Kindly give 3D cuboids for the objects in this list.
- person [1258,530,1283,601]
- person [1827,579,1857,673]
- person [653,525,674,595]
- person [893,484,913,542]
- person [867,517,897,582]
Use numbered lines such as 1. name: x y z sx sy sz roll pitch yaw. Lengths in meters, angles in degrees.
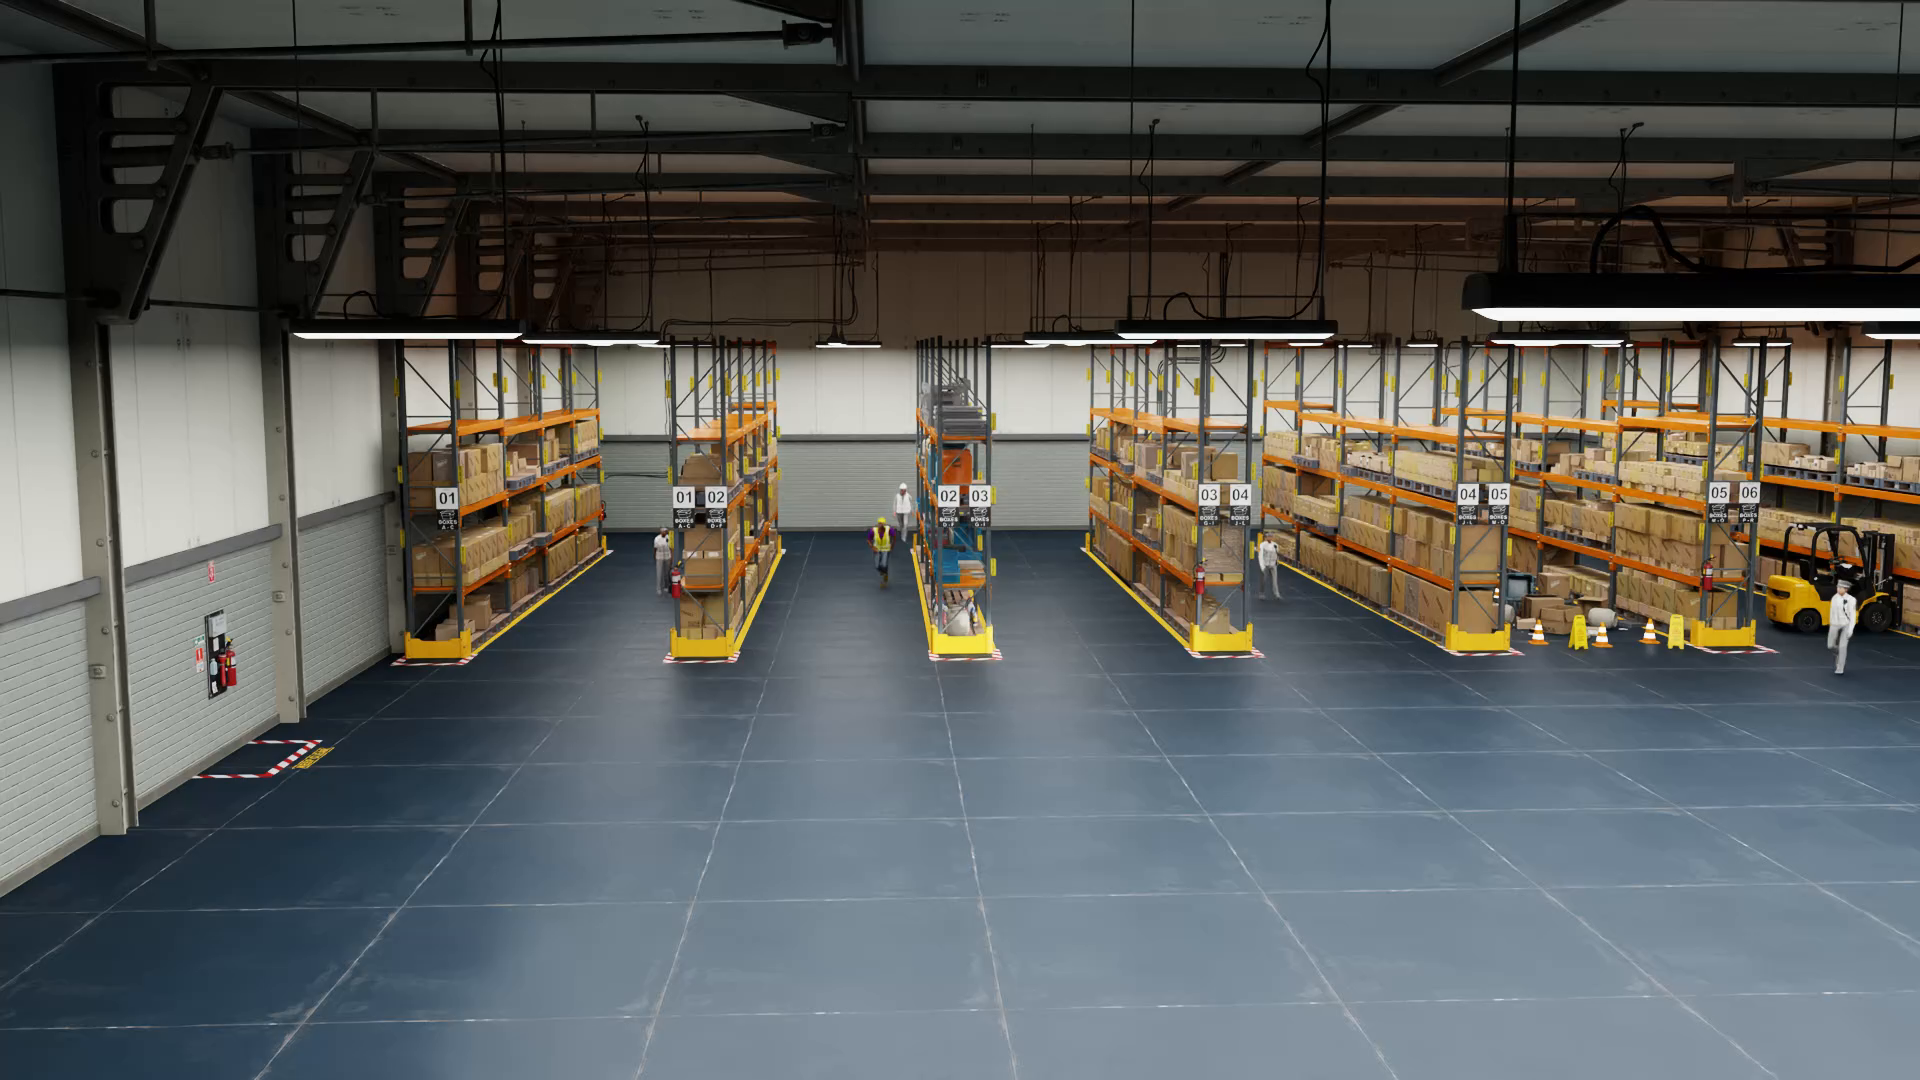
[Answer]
1. person: 7.059 0.592 37.935 0.498 1.622 1.041 0 6 0
2. person: 15.708 1.517 29.602 0.437 1.669 0.567 6 9 44
3. person: -6.963 0.455 39.094 0.470 1.623 0.970 -2 7 -16
4. person: -1.748 -0.837 49.995 0.554 1.713 1.005 2 7 14
5. person: -1.894 0.230 40.265 0.695 1.607 0.711 1 7 7
